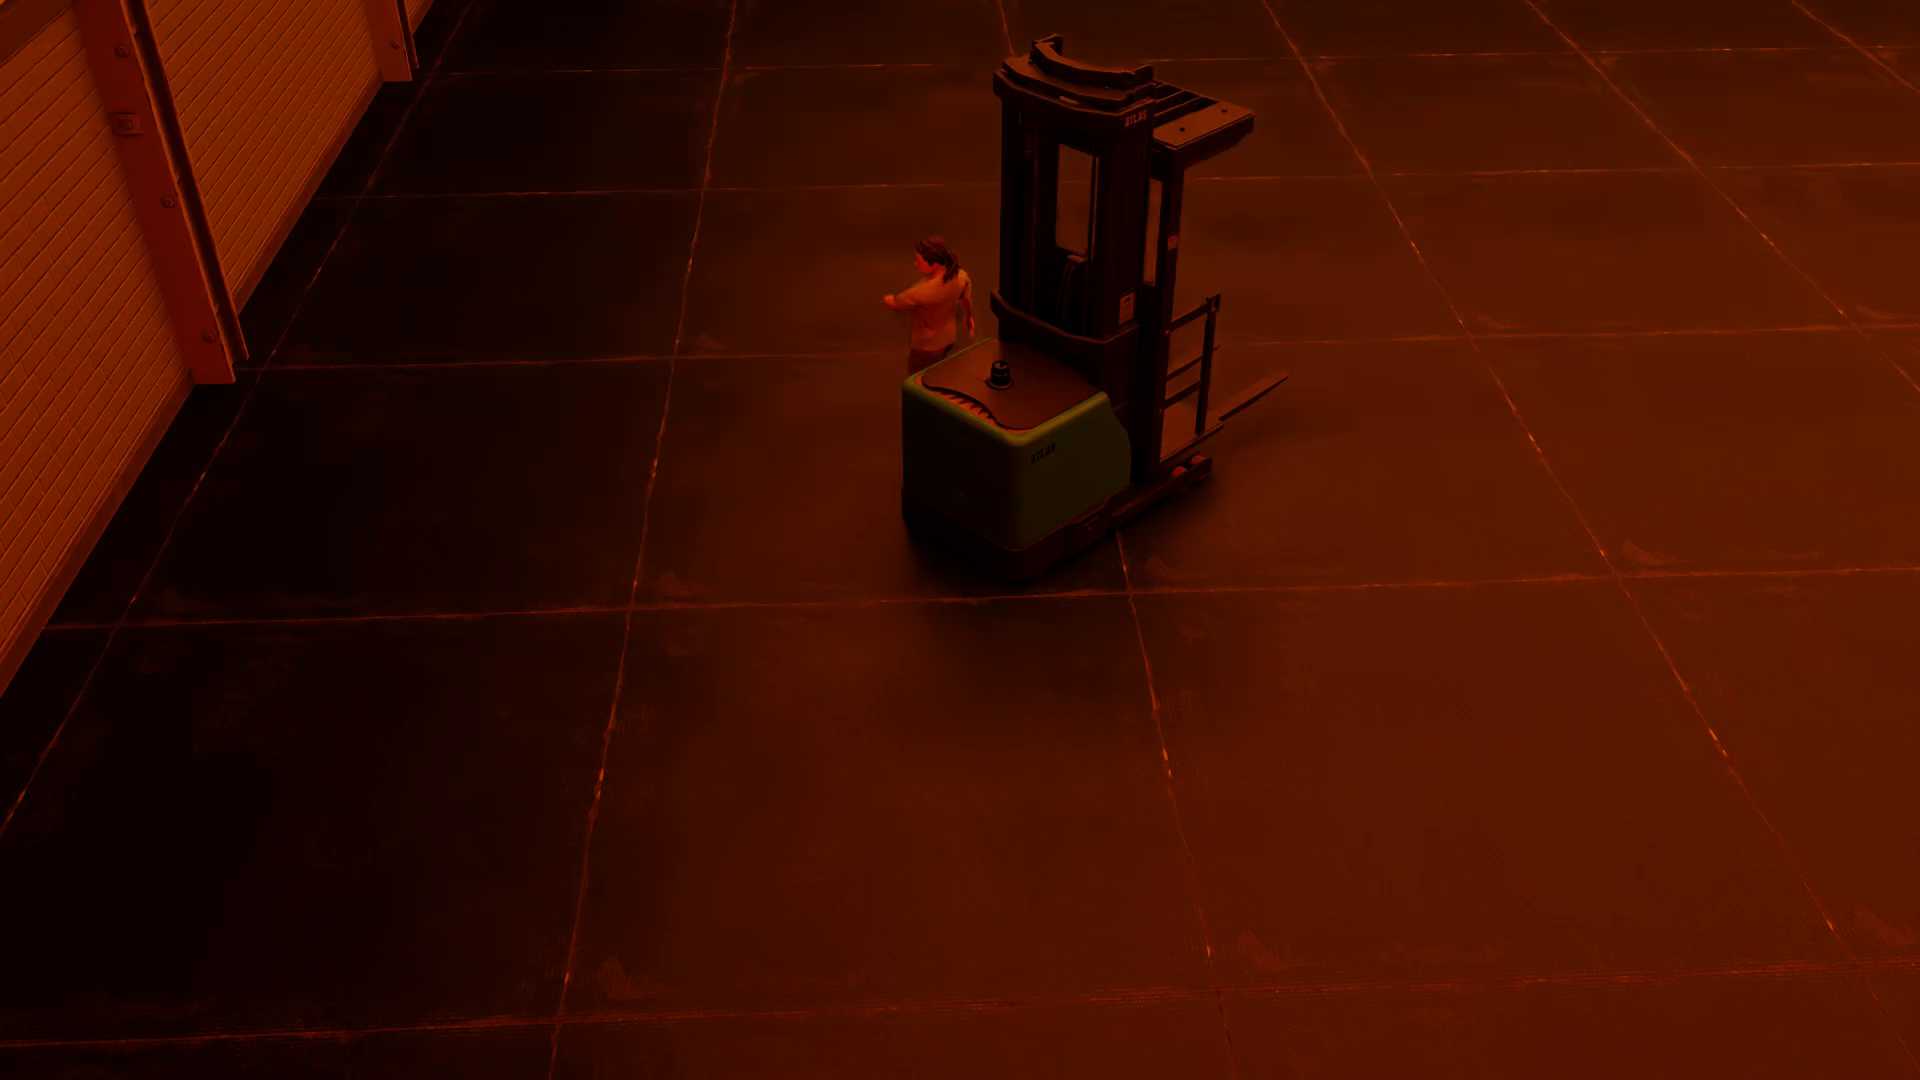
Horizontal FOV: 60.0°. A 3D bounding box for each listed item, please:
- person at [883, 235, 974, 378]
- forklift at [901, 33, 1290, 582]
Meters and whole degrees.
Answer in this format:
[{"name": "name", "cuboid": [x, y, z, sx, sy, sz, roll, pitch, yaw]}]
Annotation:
[{"name": "person", "cuboid": [-0.156, -1.353, 11.026, 0.810, 1.584, 0.649, 23, 42, 28]}, {"name": "forklift", "cuboid": [1.028, -1.693, 10.335, 1.130, 2.935, 3.031, 30, 46, 35]}]
